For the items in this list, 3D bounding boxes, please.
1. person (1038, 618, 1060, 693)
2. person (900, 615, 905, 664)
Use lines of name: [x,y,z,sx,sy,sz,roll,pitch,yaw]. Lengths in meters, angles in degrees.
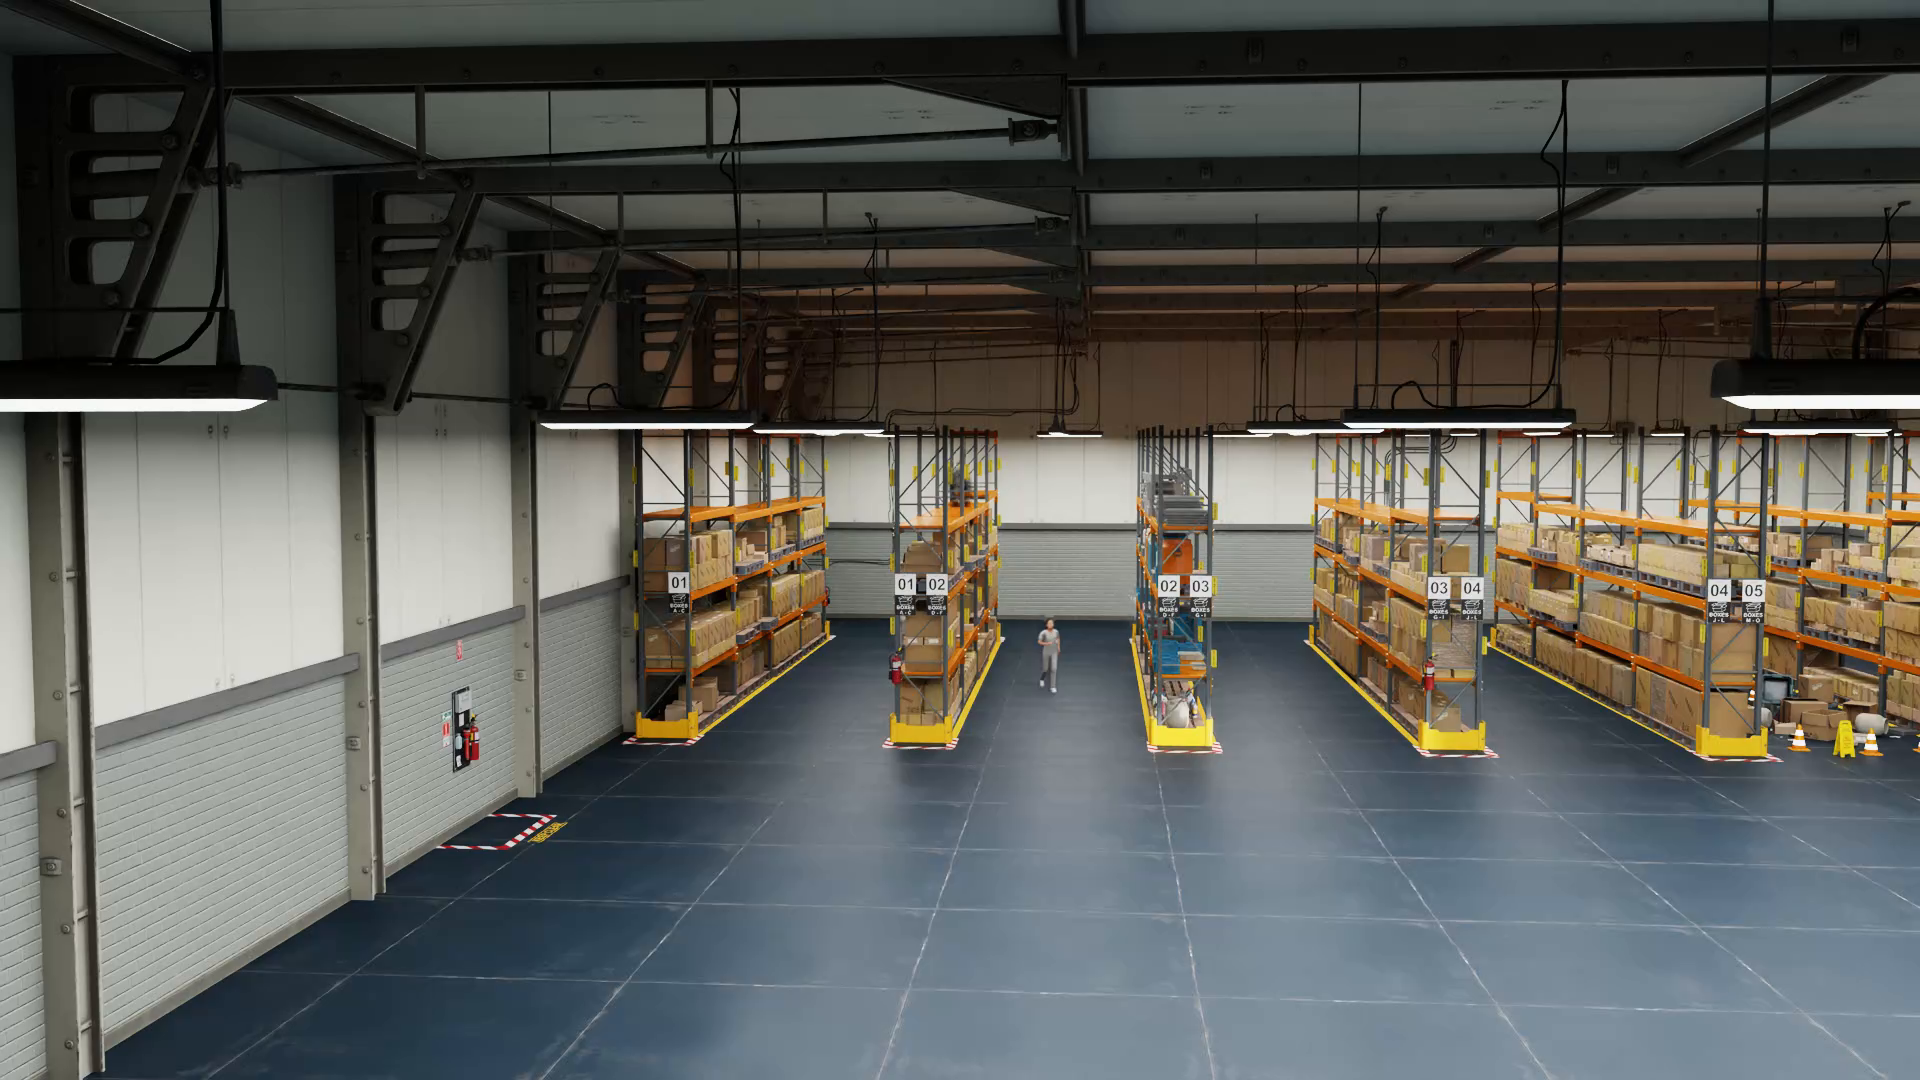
person: [2.028,2.604,37.818,0.582,1.646,0.904,-1,4,-15]
person: [-1.409,2.403,42.325,0.516,1.550,0.529,0,3,0]
